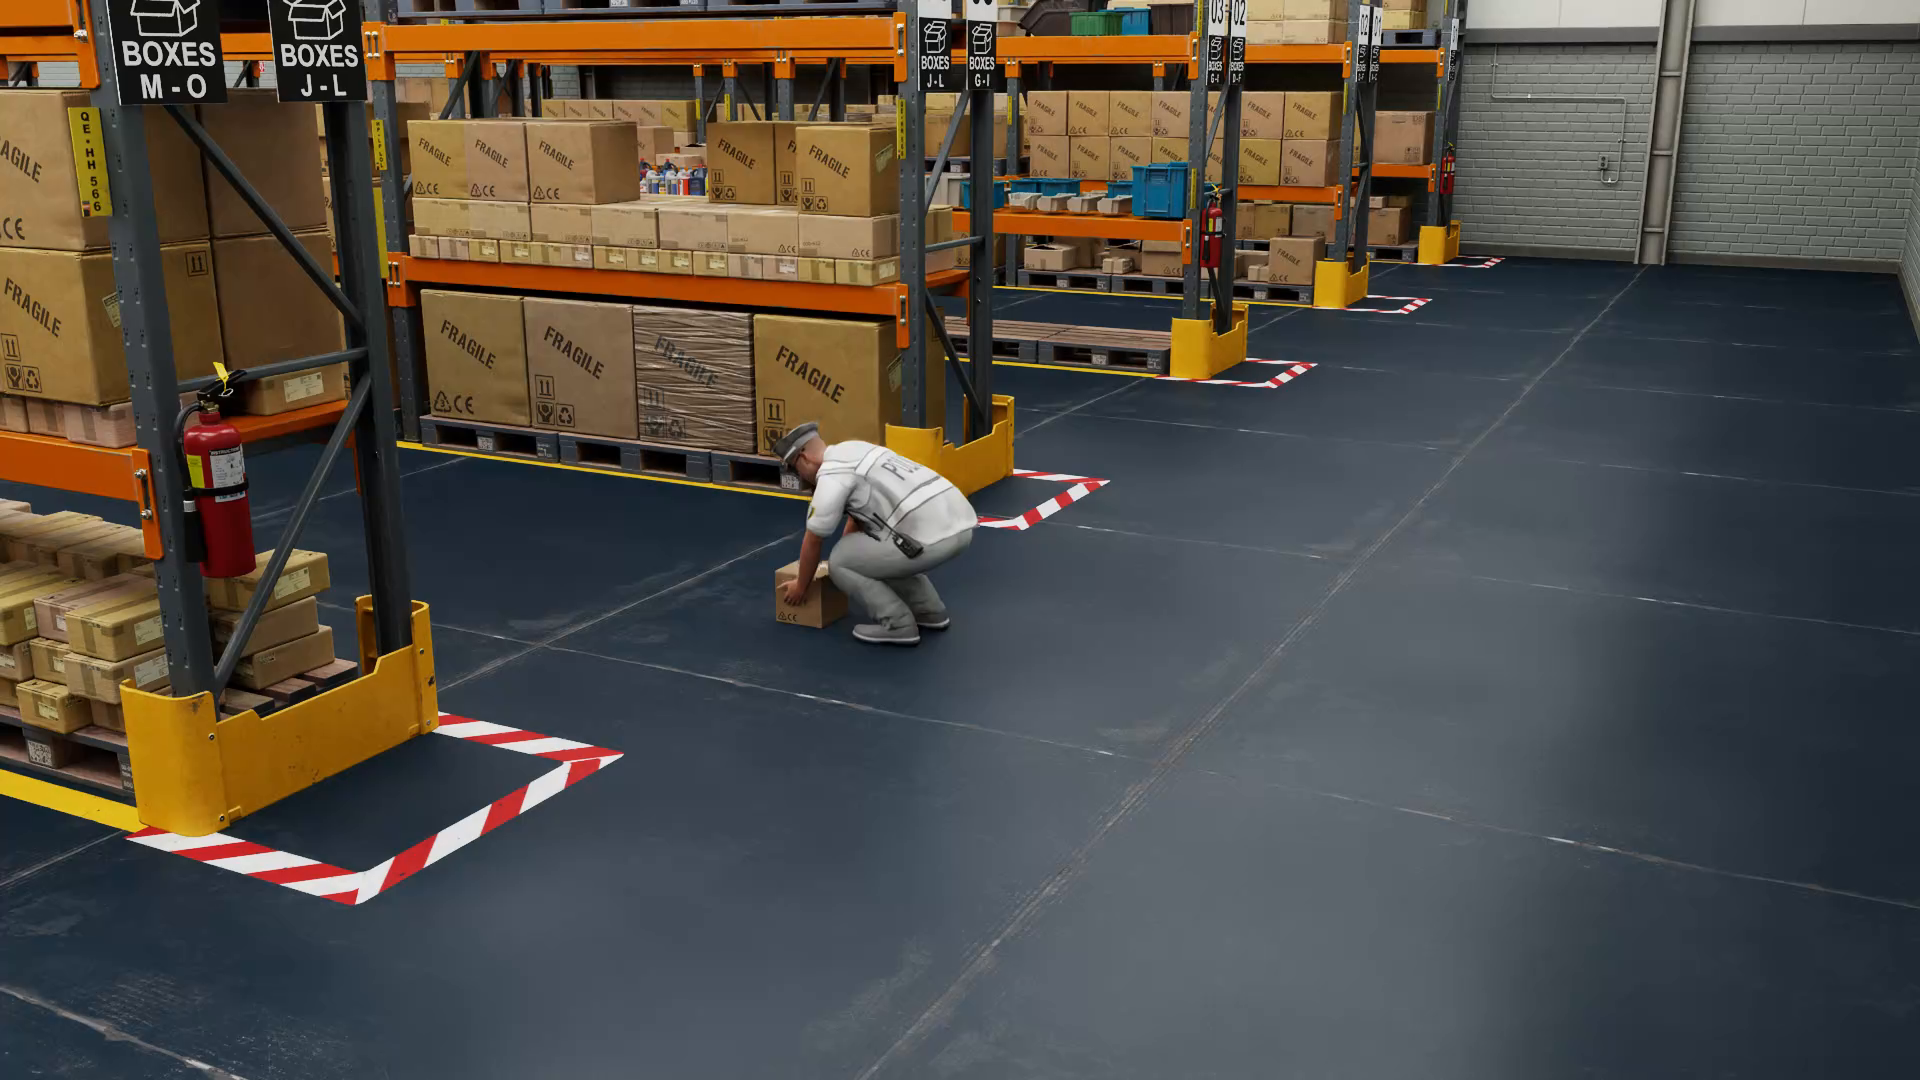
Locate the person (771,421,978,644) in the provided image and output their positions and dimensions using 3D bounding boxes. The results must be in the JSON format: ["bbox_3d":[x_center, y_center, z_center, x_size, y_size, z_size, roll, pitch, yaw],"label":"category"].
[{"bbox_3d":[-0.405,-0.045,7.631,0.951,0.973,0.563,8,17,25],"label":"person"}]
